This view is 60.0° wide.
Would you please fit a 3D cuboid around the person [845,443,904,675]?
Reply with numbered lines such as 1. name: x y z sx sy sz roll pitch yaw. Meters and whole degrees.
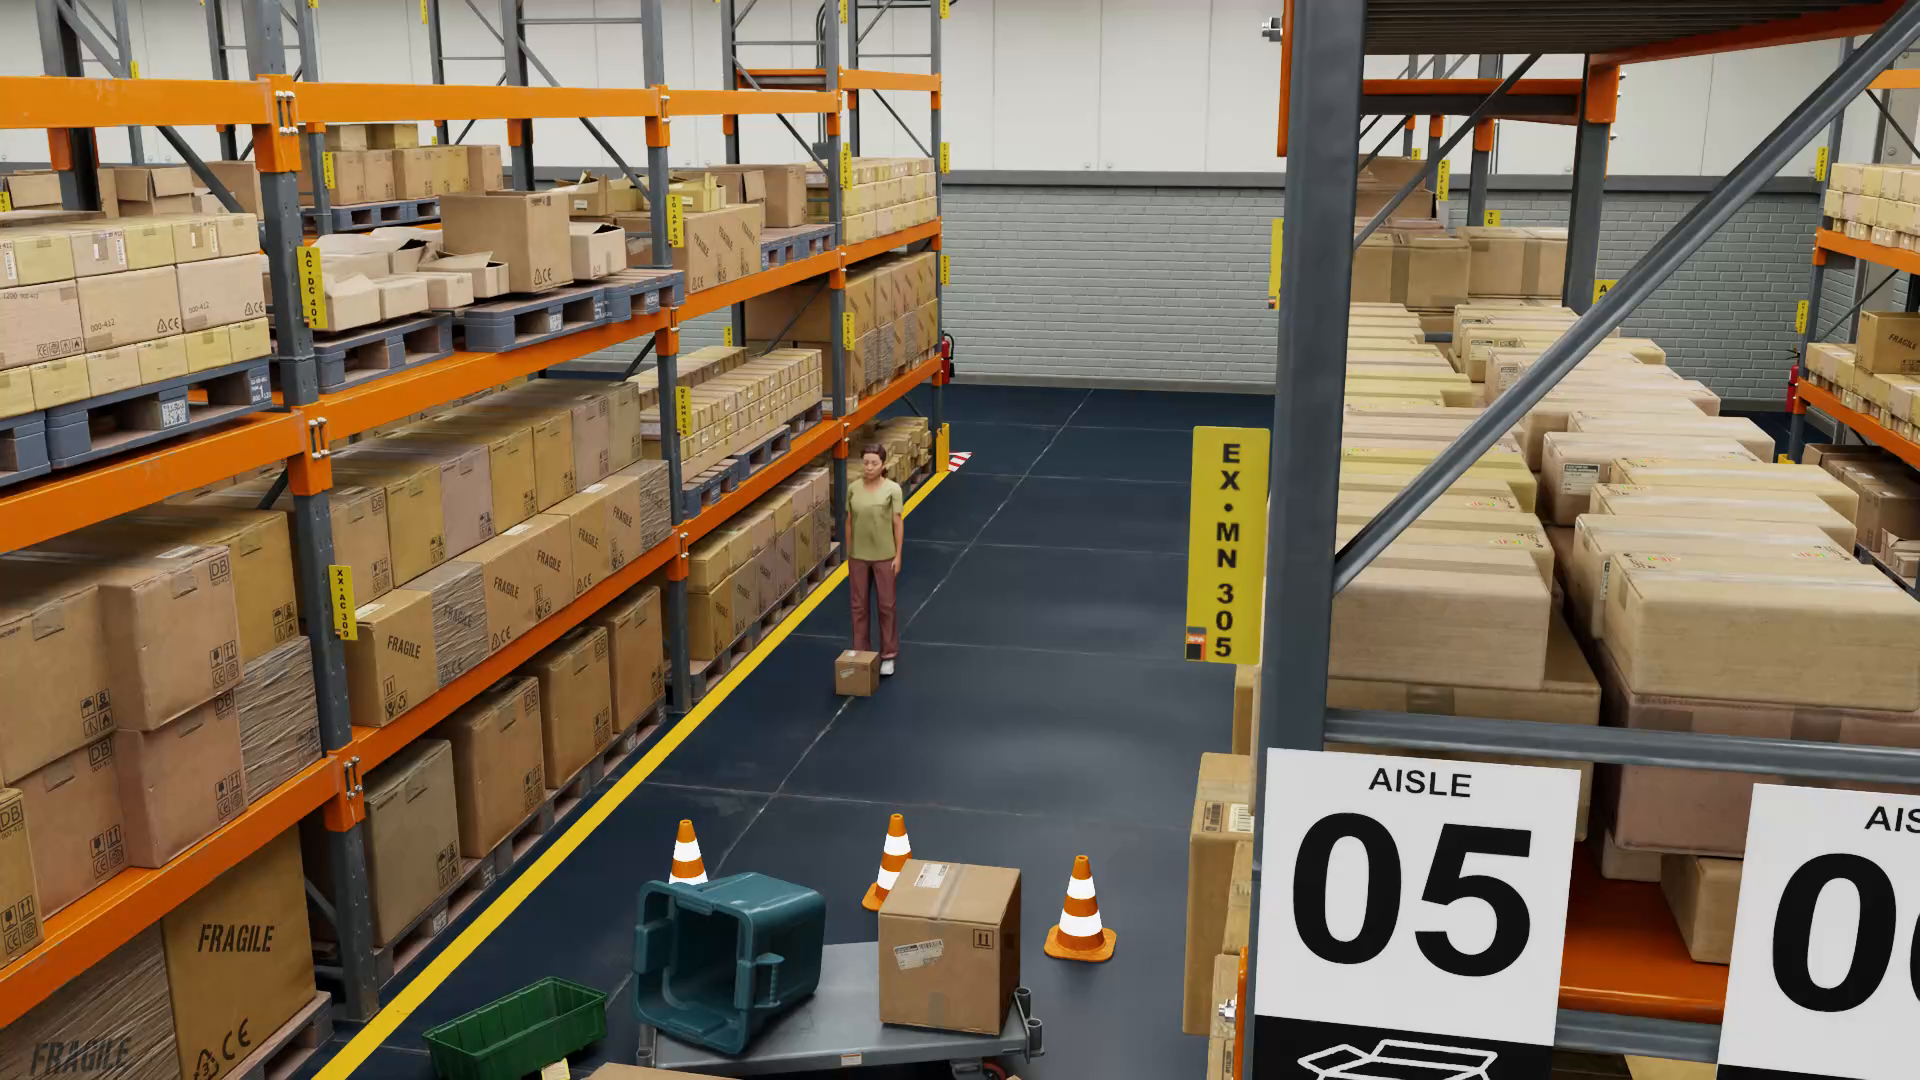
1. person: -0.628 0.129 12.012 0.441 1.677 0.383 3 15 13
